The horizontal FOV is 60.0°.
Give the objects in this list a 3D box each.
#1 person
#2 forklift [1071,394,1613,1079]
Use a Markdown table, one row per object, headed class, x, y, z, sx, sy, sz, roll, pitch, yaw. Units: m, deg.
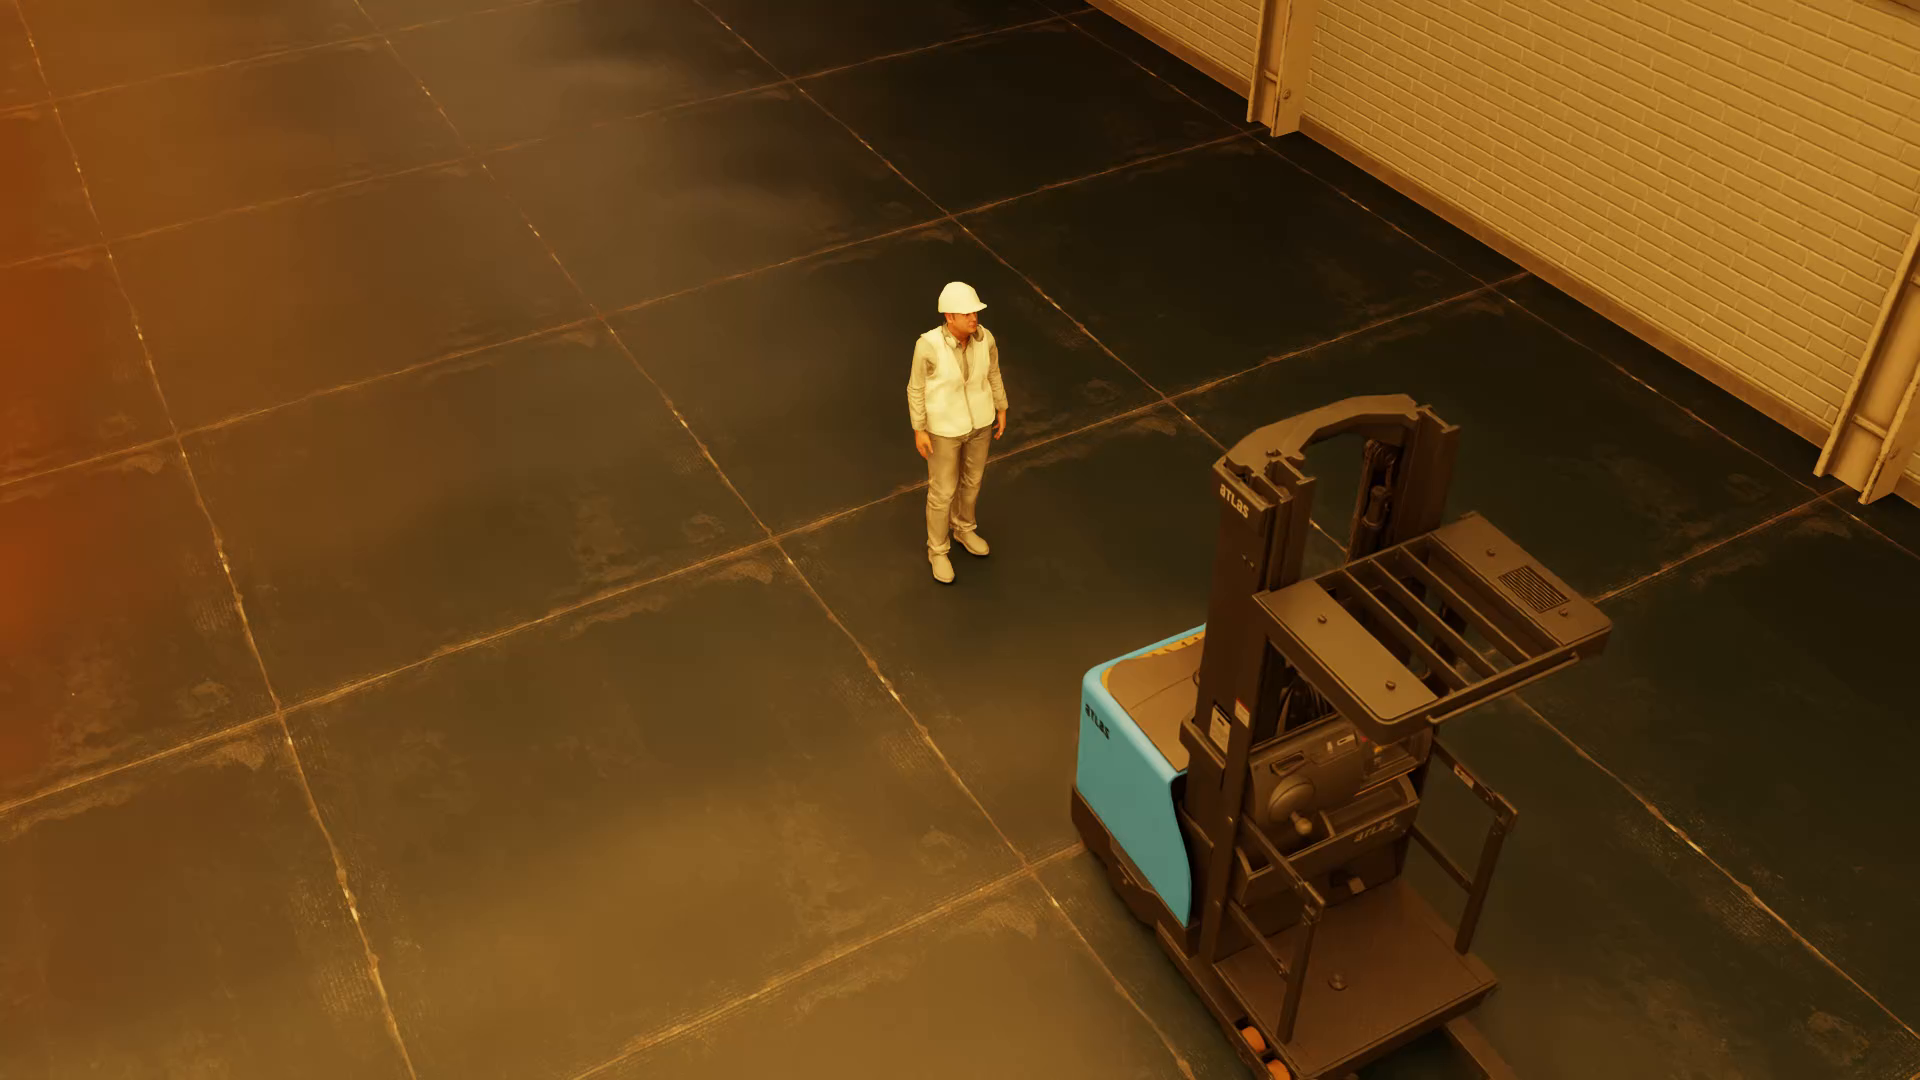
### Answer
| class | x | y | z | sx | sy | sz | roll | pitch | yaw |
| --- | --- | --- | --- | --- | --- | --- | --- | --- | --- |
| person | 0.025 | -0.652 | 9.716 | 0.634 | 1.775 | 0.566 | -20 | 44 | -23 |
| forklift | 1.705 | 1.005 | 6.824 | 1.130 | 2.935 | 3.031 | -19 | 43 | -21 |
